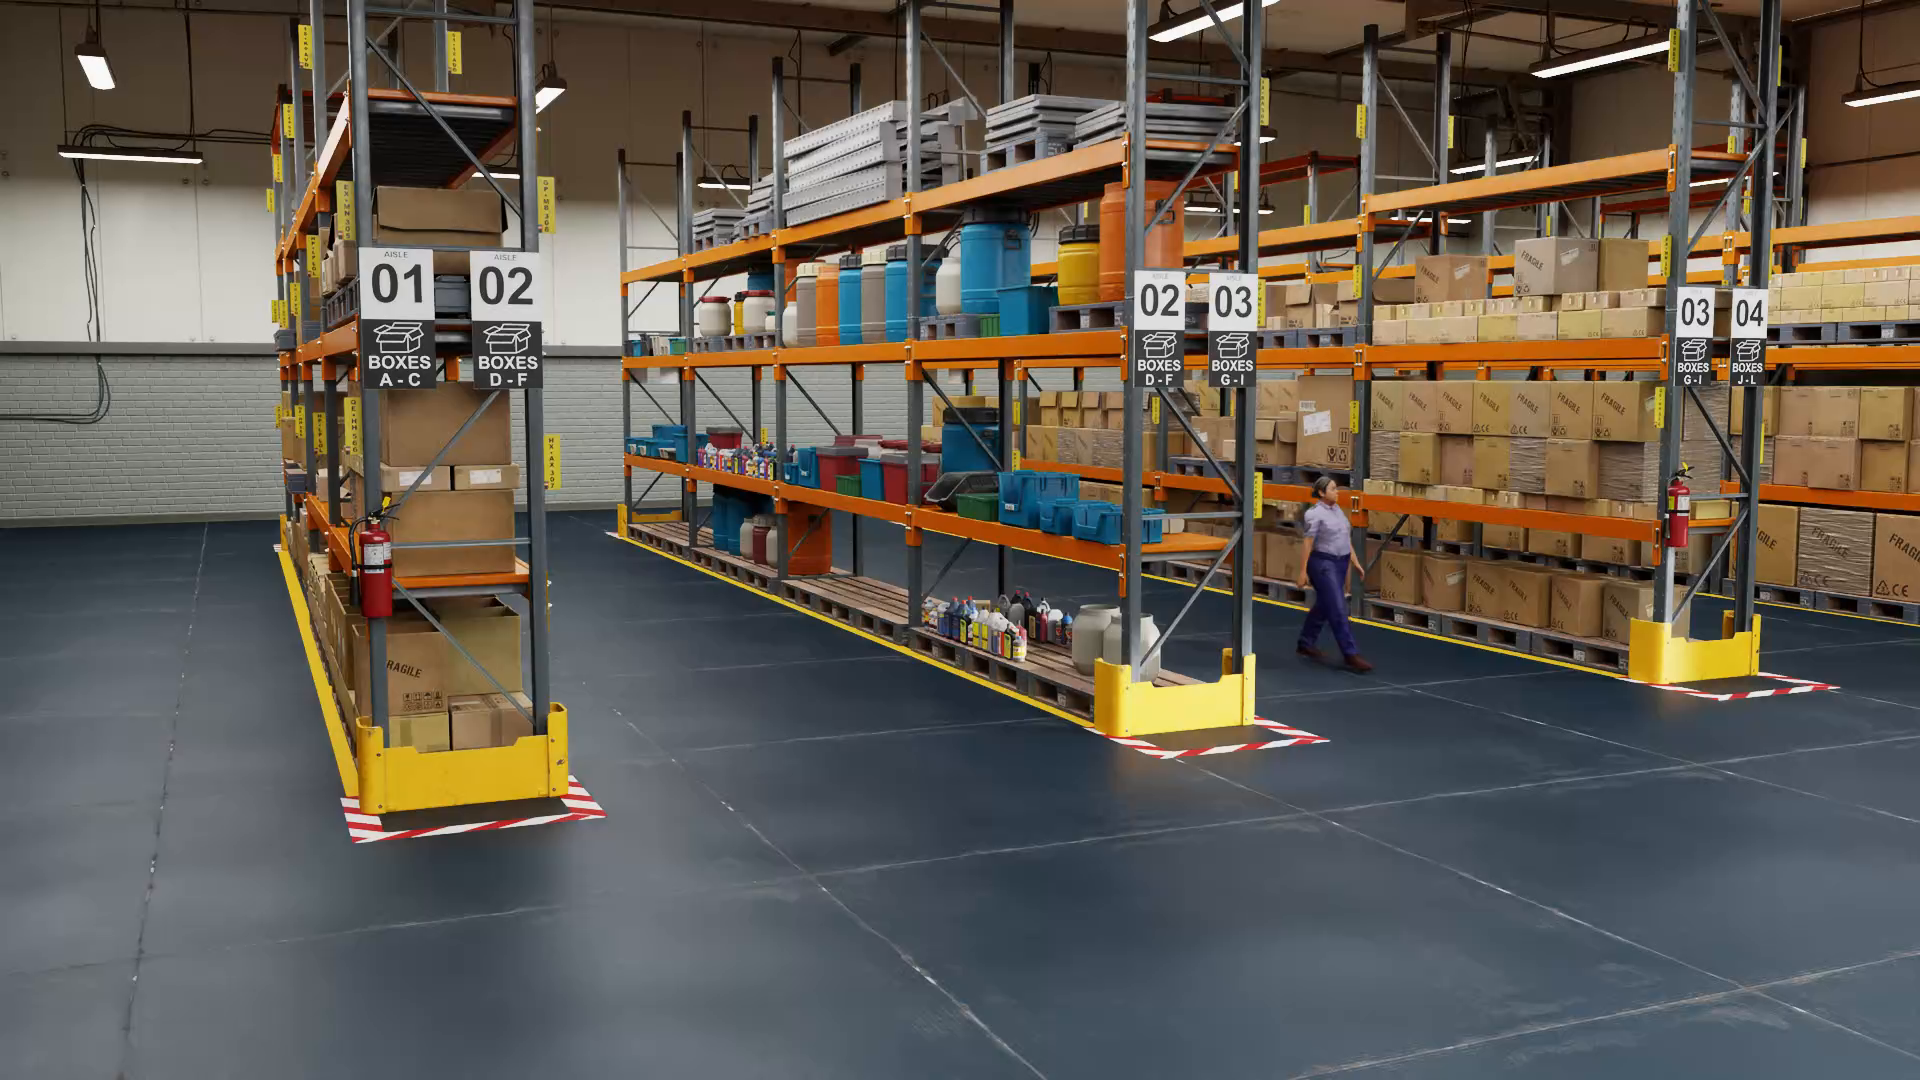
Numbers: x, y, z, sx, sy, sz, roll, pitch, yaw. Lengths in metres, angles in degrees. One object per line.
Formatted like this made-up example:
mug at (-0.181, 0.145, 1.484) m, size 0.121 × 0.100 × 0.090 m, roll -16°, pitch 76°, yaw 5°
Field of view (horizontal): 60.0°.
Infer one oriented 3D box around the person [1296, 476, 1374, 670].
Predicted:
person at (3.261, 0.258, 14.314) m, size 0.896 × 1.598 × 0.511 m, roll 5°, pitch 8°, yaw 43°
